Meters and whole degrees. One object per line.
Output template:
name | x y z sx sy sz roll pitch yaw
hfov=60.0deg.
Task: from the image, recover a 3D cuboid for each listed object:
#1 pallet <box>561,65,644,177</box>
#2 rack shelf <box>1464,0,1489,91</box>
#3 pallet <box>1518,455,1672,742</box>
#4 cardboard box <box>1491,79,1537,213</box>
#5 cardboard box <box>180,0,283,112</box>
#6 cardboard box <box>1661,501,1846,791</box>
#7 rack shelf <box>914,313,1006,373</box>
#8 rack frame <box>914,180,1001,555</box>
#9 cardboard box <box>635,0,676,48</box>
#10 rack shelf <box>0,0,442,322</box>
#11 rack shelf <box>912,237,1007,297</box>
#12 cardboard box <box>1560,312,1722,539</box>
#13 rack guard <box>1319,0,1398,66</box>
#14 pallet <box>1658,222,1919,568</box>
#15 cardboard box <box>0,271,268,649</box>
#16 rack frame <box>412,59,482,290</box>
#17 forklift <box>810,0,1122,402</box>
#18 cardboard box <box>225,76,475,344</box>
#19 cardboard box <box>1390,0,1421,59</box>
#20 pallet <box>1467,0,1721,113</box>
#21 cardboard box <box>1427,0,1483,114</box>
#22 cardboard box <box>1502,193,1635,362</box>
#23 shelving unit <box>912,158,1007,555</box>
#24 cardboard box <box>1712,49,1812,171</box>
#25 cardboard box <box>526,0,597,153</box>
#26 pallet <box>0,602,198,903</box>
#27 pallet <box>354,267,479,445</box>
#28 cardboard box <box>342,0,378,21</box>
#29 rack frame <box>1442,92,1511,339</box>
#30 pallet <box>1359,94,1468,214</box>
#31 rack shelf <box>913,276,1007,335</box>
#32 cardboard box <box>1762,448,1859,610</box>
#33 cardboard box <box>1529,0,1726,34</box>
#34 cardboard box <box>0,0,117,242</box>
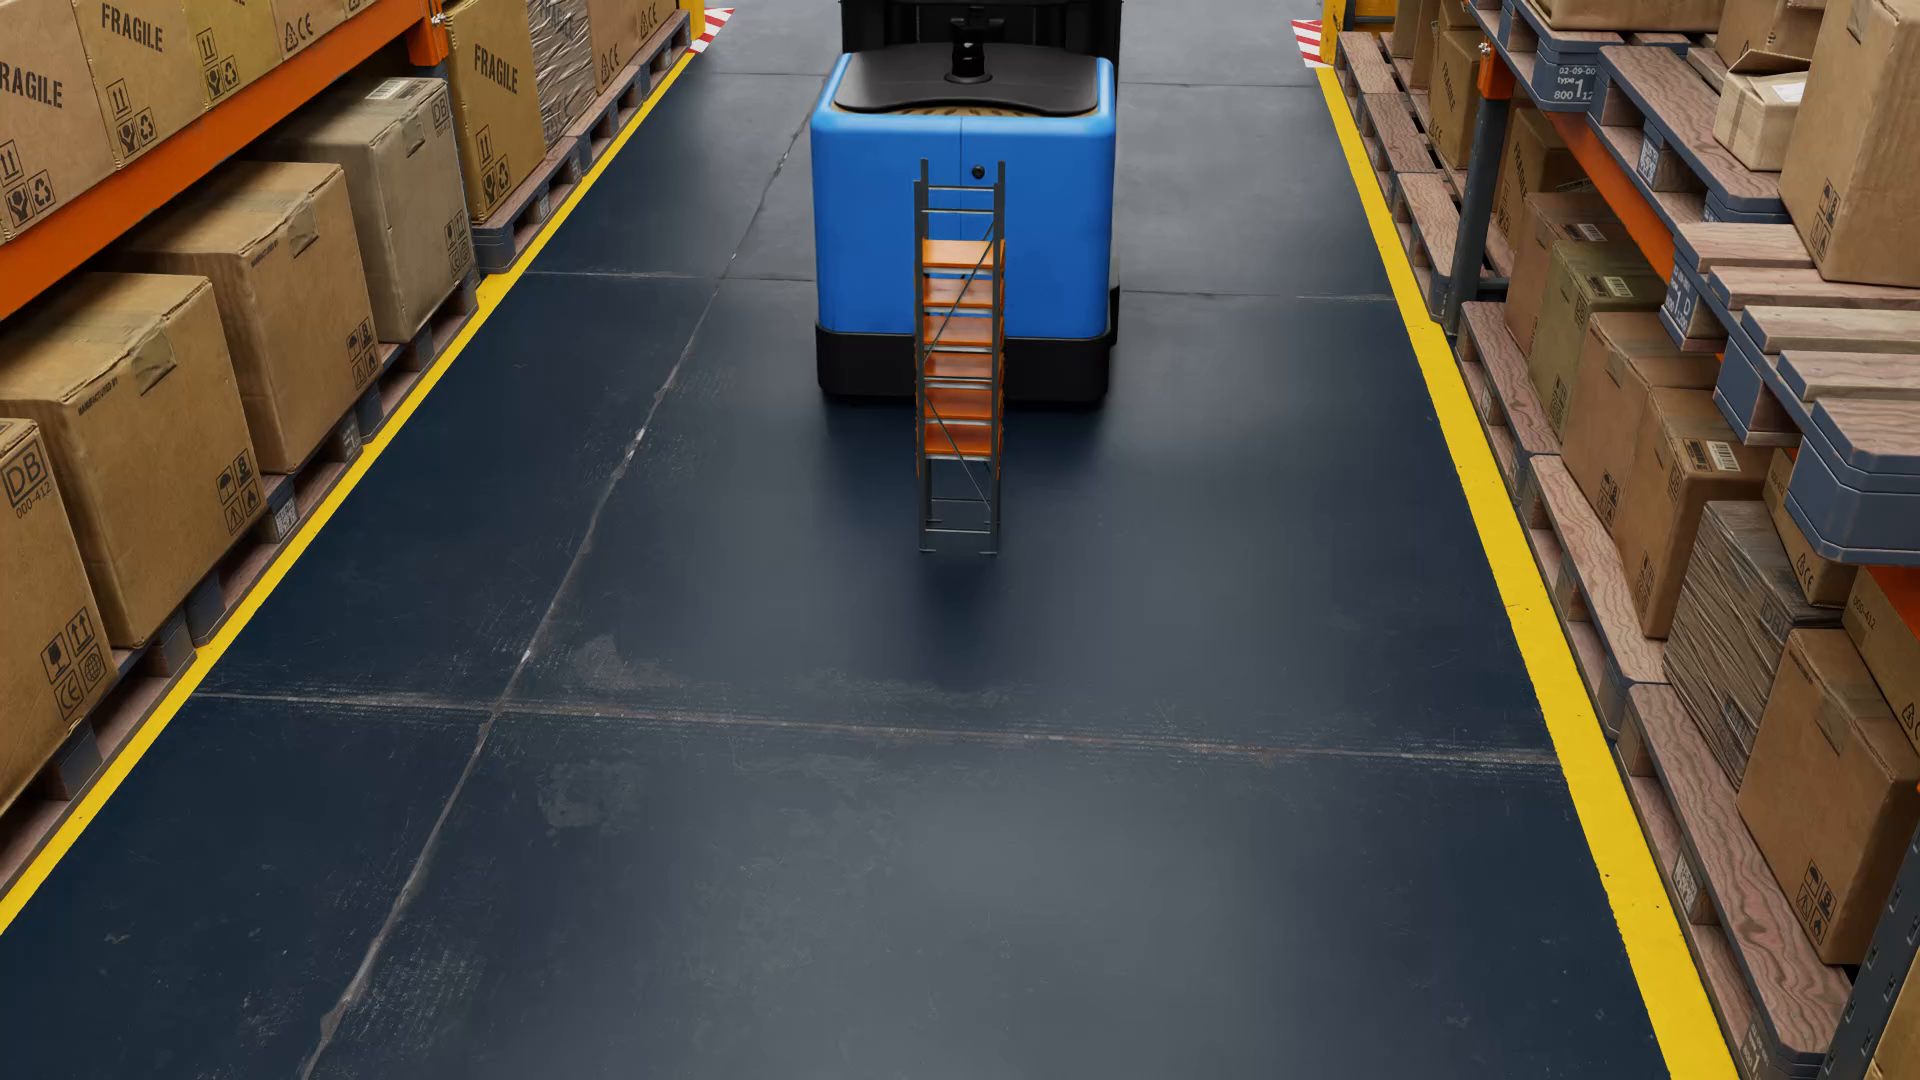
pallet | -2.281 -2.193 8.608 1.003 0.211 1.213 2 32 4
rack shelf | 2.580 -2.821 7.655 1.077 0.370 4.000 2 32 4
pallet | 2.259 0.152 4.802 1.003 0.211 1.213 2 32 4
cardboard box | 2.529 -1.704 7.138 0.500 0.500 0.500 13 34 19
cardboard box | -2.376 -1.576 4.853 0.500 0.500 0.500 3 32 5
cardboard box | 2.159 0.245 3.957 0.700 0.500 0.500 0 32 0
rack shelf | 0.001 -0.583 4.908 0.258 0.103 0.180 2 32 4
rack frame | -0.006 -0.471 4.870 0.240 1.200 0.006 2 32 4
cardboard box | -2.181 -3.355 9.460 0.875 0.875 0.875 3 32 4
rack shelf | -2.681 -0.994 4.690 1.077 0.370 4.000 2 32 4
rack shelf | 0.001 -0.787 4.782 0.258 0.103 0.180 2 32 4
cardboard box | 2.243 -0.344 4.912 0.700 0.500 0.500 0 32 0
rack guard | 2.737 -3.069 9.754 1.175 0.500 0.348 2 32 4
pallet | 2.044 -0.286 3.037 1.213 0.211 1.003 2 32 4
cardboard box | -2.636 -0.248 4.537 1.050 0.750 0.750 3 32 5
rack frame | -2.518 -2.346 6.198 1.000 3.000 0.127 2 32 4
forklift | 0.099 -2.485 6.489 1.130 2.935 3.031 2 32 3
cardboard box | -2.479 -1.239 6.146 1.050 0.750 0.750 2 32 4
cardboard box | 2.676 -2.962 9.180 0.500 0.500 0.500 8 33 13
pallet | 2.210 -1.607 5.181 1.003 0.211 1.213 2 32 4
cardboard box | 2.591 -2.322 8.140 0.500 0.500 0.500 5 32 9
cardboard box | 2.346 -0.885 5.790 0.700 0.500 0.500 0 32 0
shelving unit | 0.001 -0.518 4.947 0.258 1.200 0.189 2 32 4
cardboard box | 1.958 -0.995 3.734 0.396 0.266 0.258 2 32 3
cardboard box | -2.327 -2.418 7.940 0.875 0.875 0.875 3 32 4
pallet | -2.704 0.523 4.200 1.003 0.211 1.213 2 32 4
pallet | -2.506 -0.753 6.270 1.003 0.211 1.213 2 32 4
cardboard box | -2.294 -2.105 5.711 0.500 0.500 0.500 2 32 4
rack frame | 2.417 -2.082 5.769 1.000 3.000 0.127 2 32 4
pallet | 2.534 -1.887 8.111 1.003 0.211 1.213 2 32 4
rack shelf | 0.001 -0.685 4.845 0.258 0.103 0.180 2 32 4
cardboard box | 2.150 -0.062 3.740 0.500 0.250 0.500 6 32 10
cardboard box | 2.213 -2.106 4.837 1.000 1.000 1.000 3 32 4
cardboard box | -2.458 -1.050 4.000 0.500 0.500 0.500 2 32 4
